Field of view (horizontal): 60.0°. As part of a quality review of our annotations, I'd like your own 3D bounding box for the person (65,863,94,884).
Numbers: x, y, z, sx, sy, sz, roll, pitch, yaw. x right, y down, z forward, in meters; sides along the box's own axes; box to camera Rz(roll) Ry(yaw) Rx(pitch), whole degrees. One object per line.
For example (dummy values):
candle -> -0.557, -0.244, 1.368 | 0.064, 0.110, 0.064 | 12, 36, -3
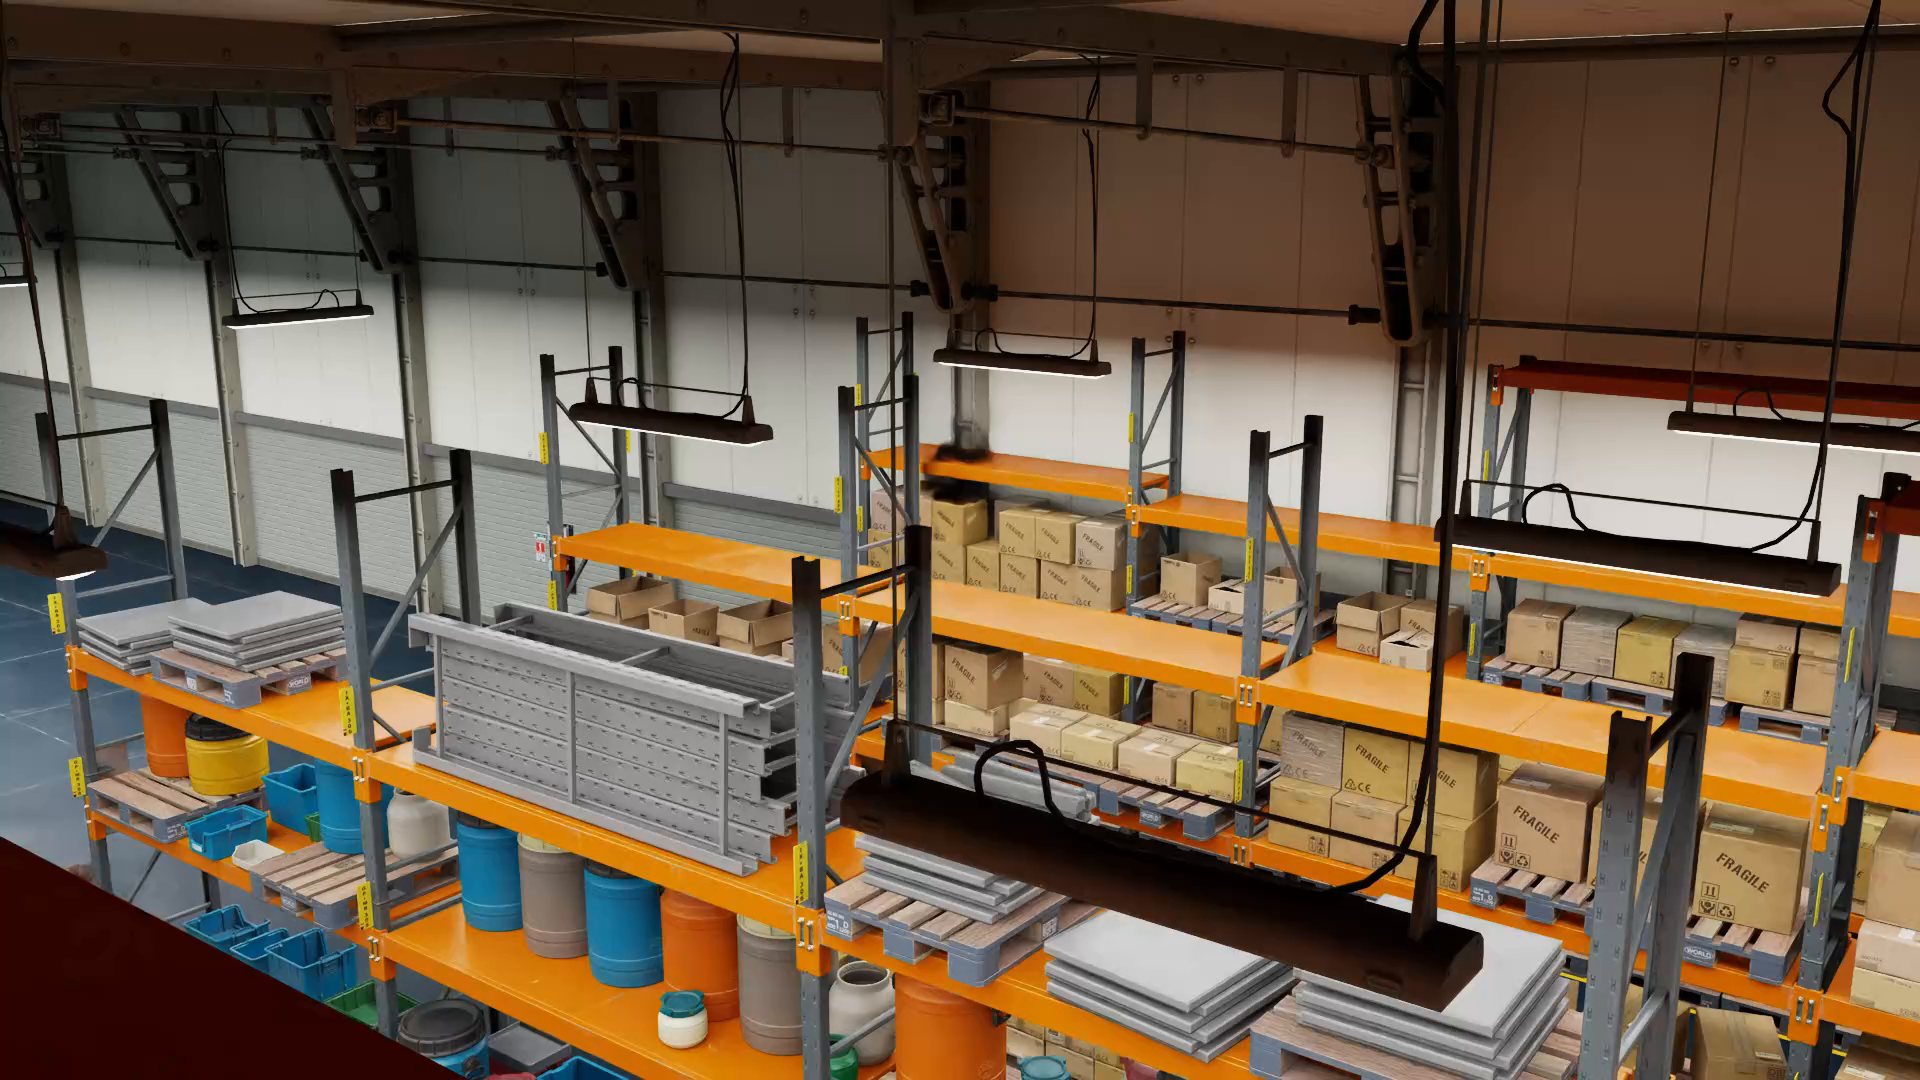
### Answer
person -> -8.047, 3.766, 15.551 | 0.732, 1.598, 0.549 | -3, 13, -13
